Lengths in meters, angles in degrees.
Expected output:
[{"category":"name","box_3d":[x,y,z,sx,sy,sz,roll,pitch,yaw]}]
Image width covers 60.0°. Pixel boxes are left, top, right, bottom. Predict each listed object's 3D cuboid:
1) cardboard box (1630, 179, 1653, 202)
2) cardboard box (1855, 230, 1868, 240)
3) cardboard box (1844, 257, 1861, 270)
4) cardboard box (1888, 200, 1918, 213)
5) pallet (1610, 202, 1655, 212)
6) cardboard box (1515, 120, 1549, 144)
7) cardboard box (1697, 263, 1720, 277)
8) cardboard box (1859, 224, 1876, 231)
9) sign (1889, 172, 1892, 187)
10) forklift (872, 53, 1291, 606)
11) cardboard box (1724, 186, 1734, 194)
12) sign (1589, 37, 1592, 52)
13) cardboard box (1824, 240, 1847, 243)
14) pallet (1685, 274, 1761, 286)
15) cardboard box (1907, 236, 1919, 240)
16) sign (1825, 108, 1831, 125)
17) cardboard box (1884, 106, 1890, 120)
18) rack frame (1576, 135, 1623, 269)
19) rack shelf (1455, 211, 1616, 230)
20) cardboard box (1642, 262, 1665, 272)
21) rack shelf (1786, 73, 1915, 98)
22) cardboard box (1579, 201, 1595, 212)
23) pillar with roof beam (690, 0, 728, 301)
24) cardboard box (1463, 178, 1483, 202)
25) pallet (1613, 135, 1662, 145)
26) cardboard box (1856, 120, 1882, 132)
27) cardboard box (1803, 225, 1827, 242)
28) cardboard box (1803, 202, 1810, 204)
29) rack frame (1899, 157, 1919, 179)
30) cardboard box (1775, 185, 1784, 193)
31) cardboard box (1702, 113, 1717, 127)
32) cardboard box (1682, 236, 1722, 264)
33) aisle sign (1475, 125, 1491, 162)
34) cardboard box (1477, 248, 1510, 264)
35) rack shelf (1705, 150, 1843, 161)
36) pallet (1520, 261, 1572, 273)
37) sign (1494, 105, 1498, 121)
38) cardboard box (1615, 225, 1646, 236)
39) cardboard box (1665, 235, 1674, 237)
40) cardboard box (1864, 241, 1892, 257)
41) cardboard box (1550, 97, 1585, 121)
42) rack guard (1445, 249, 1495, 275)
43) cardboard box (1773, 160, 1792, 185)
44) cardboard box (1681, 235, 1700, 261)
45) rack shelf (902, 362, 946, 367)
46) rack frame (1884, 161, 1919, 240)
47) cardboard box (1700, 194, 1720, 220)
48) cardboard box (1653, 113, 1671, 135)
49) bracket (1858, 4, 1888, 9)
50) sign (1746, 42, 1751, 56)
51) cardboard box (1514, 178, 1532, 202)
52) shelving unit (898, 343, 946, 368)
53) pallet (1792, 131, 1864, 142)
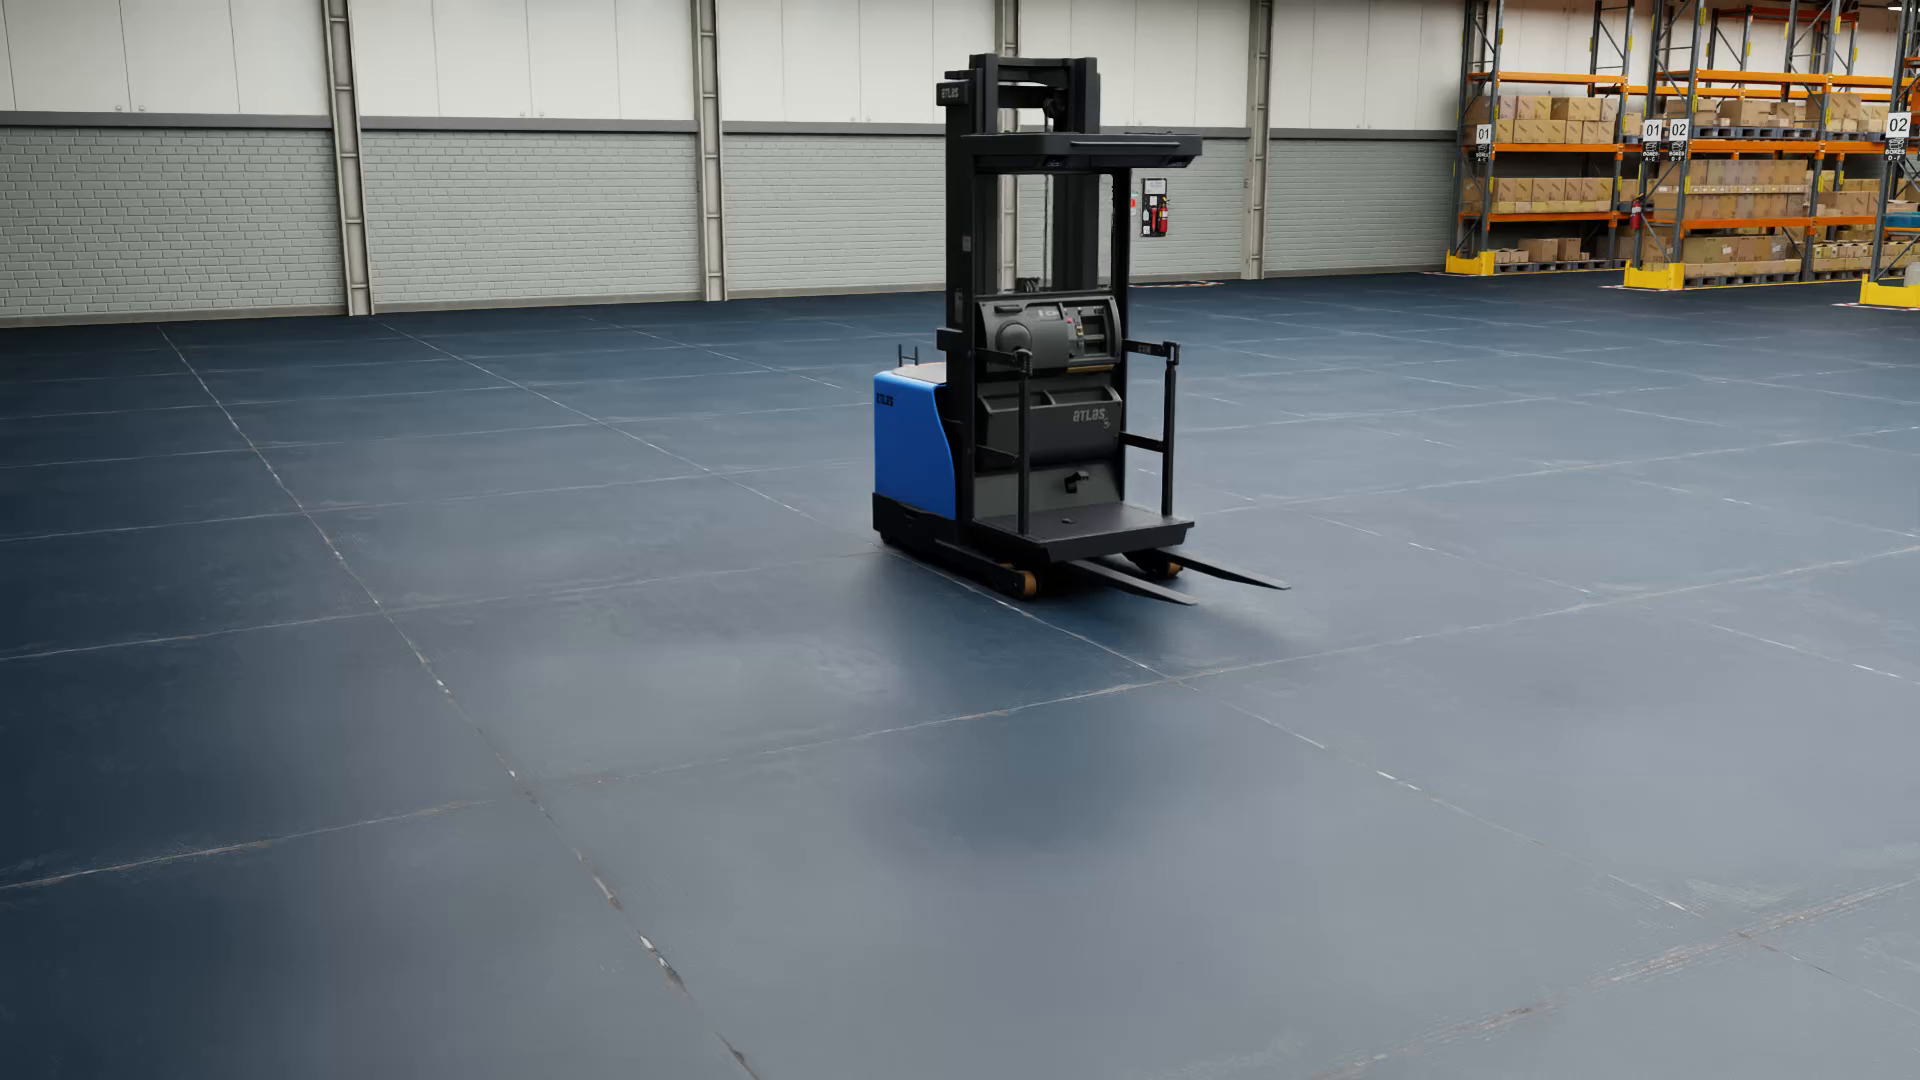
[{"category":"cardboard box","box_3d":[15.700,-8.162,38.814,0.500,0.500,0.700,-5,14,-22]},{"category":"cardboard box","box_3d":[22.913,-7.732,42.872,0.500,0.500,0.700,-7,14,-28]},{"category":"cardboard box","box_3d":[18.495,-5.807,34.884,0.500,0.250,0.500,-7,15,-30]},{"category":"cardboard box","box_3d":[20.291,-7.187,35.917,0.500,0.311,0.500,-6,14,-24]},{"category":"pallet","box_3d":[15.484,-7.753,38.664,1.213,0.211,1.003,-7,14,-28]},{"category":"cardboard box","box_3d":[12.588,-8.987,36.607,0.500,0.500,0.500,-6,14,-25]},{"category":"cardboard box","box_3d":[14.623,-5.349,32.853,0.500,0.250,0.500,-7,14,-28]},{"category":"cardboard box","box_3d":[23.317,-8.052,42.817,0.250,0.149,0.380,-7,15,-29]},{"category":"sign","box_3d":[20.363,-7.890,36.381,0.005,0.325,0.100,-7,14,-28]},{"category":"forklift","box_3d":[0.634,-1.218,9.344,1.130,2.935,3.031,-8,15,-30]},{"category":"cardboard box","box_3d":[14.962,-6.893,32.701,0.250,0.149,0.380,-7,15,-30]},{"category":"sign","box_3d":[14.472,-11.360,38.104,0.005,0.325,0.100,-7,14,-28]},{"category":"cardboard box","box_3d":[18.674,-6.235,35.510,0.500,0.311,0.500,-7,14,-29]},{"category":"pallet","box_3d":[15.330,-5.275,33.566,1.213,0.211,1.003,-7,14,-28]},{"category":"cardboard box","box_3d":[21.387,-6.772,36.852,0.500,0.250,0.500,-6,14,-26]},{"category":"sign","box_3d":[17.387,-8.487,33.300,0.005,0.325,0.100,-7,14,-28]},{"category":"cardboard box","box_3d":[23.404,-10.775,42.272,0.500,0.500,0.500,-7,14,-28]},{"category":"rack frame","box_3d":[14.743,-7.794,38.410,0.127,3.000,1.000,-7,14,-28]},{"category":"rack shelf","box_3d":[12.988,-7.233,37.554,4.000,0.370,1.077,-7,14,-28]},{"category":"cardboard box","box_3d":[13.938,-5.396,33.059,0.500,0.250,0.500,-7,14,-28]},{"category":"rack shelf","box_3d":[18.875,-9.431,34.569,4.000,0.370,1.077,-7,14,-28]},{"category":"cardboard box","box_3d":[14.031,-7.572,37.717,0.500,0.250,0.500,-7,14,-28]},{"category":"pillar with roof beam","box_3d":[-2.304,-7.817,24.849,0.400,9.000,9.100,-7,14,-28]},{"category":"cardboard box","box_3d":[11.544,-7.766,36.874,0.500,0.500,0.500,-7,14,-28]},{"category":"pallet","box_3d":[15.336,-9.210,38.299,1.003,0.211,1.213,-7,14,-28]},{"category":"cardboard box","box_3d":[18.828,-8.624,34.652,0.500,0.250,0.500,-8,15,-33]},{"category":"cardboard box","box_3d":[21.257,-7.698,41.924,0.750,0.750,0.750,-7,14,-27]},{"category":"cardboard box","box_3d":[20.941,-8.344,41.380,0.250,0.149,0.380,-7,14,-28]},{"category":"rack frame","box_3d":[25.276,-9.057,44.019,0.127,3.000,1.000,-7,14,-28]},{"category":"cardboard box","box_3d":[16.307,-7.054,33.415,0.250,0.149,0.380,-7,14,-28]},{"category":"cardboard box","box_3d":[14.493,-8.254,32.690,0.500,0.250,0.500,-7,14,-28]},{"category":"cardboard box","box_3d":[14.624,-5.715,32.769,0.500,0.500,0.500,-7,14,-28]},{"category":"aisle sign","box_3d":[11.313,-8.576,35.964,0.004,0.787,0.394,-7,14,-28]},{"category":"cardboard box","box_3d":[11.883,-6.332,37.033,0.500,0.311,0.500,-9,15,-34]},{"category":"rack shelf","box_3d":[20.010,-9.538,40.964,4.000,0.370,1.077,-7,14,-28]},{"category":"pallet","box_3d":[13.098,-6.227,37.798,1.213,0.211,1.003,-7,14,-28]},{"category":"sign","box_3d":[11.492,-9.159,35.650,0.005,0.325,0.100,-7,14,-28]},{"category":"cardboard box","box_3d":[15.766,-7.283,39.121,0.500,0.250,0.500,-7,15,-29]},{"category":"cardboard box","box_3d":[16.717,-7.035,39.727,0.500,0.500,0.700,-7,14,-28]},{"category":"cardboard box","box_3d":[19.392,-6.187,35.296,0.500,0.311,0.500,-7,14,-28]},{"category":"cardboard box","box_3d":[13.504,-9.582,36.973,0.500,0.500,0.500,-7,15,-30]},{"category":"rack guard","box_3d":[11.299,-6.162,36.850,0.348,0.500,1.175,-7,14,-28]},{"category":"cardboard box","box_3d":[16.291,-7.420,33.566,0.500,0.500,0.700,-7,14,-28]},{"category":"cardboard box","box_3d":[14.808,-5.870,33.459,0.500,0.500,0.500,-7,14,-28]},{"category":"rack shelf","box_3d":[-0.124,-1.085,10.902,0.480,0.148,0.258,-8,14,-30]},{"category":"rack frame","box_3d":[20.631,-7.261,36.040,0.127,3.000,1.000,-7,14,-28]},{"category":"cardboard box","box_3d":[14.484,-6.571,32.746,0.500,0.500,0.700,-6,14,-26]},{"category":"cardboard box","box_3d":[16.344,-9.683,38.787,0.500,0.500,0.500,-7,15,-30]},{"category":"bracket","box_3d":[24.761,-13.805,43.258,4.783,0.066,0.076,-7,14,-28]},{"category":"sign","box_3d":[18.523,-11.532,39.050,0.005,0.325,0.100,-7,14,-28]},{"category":"cardboard box","box_3d":[12.234,-7.718,36.660,0.500,0.500,0.500,-7,14,-28]},{"category":"shelving unit","box_3d":[-0.123,-0.701,10.986,0.503,1.200,0.258,-8,14,-30]},{"category":"pallet","box_3d":[17.888,-8.305,34.285,1.217,0.209,0.805,-8,15,-30]}]
